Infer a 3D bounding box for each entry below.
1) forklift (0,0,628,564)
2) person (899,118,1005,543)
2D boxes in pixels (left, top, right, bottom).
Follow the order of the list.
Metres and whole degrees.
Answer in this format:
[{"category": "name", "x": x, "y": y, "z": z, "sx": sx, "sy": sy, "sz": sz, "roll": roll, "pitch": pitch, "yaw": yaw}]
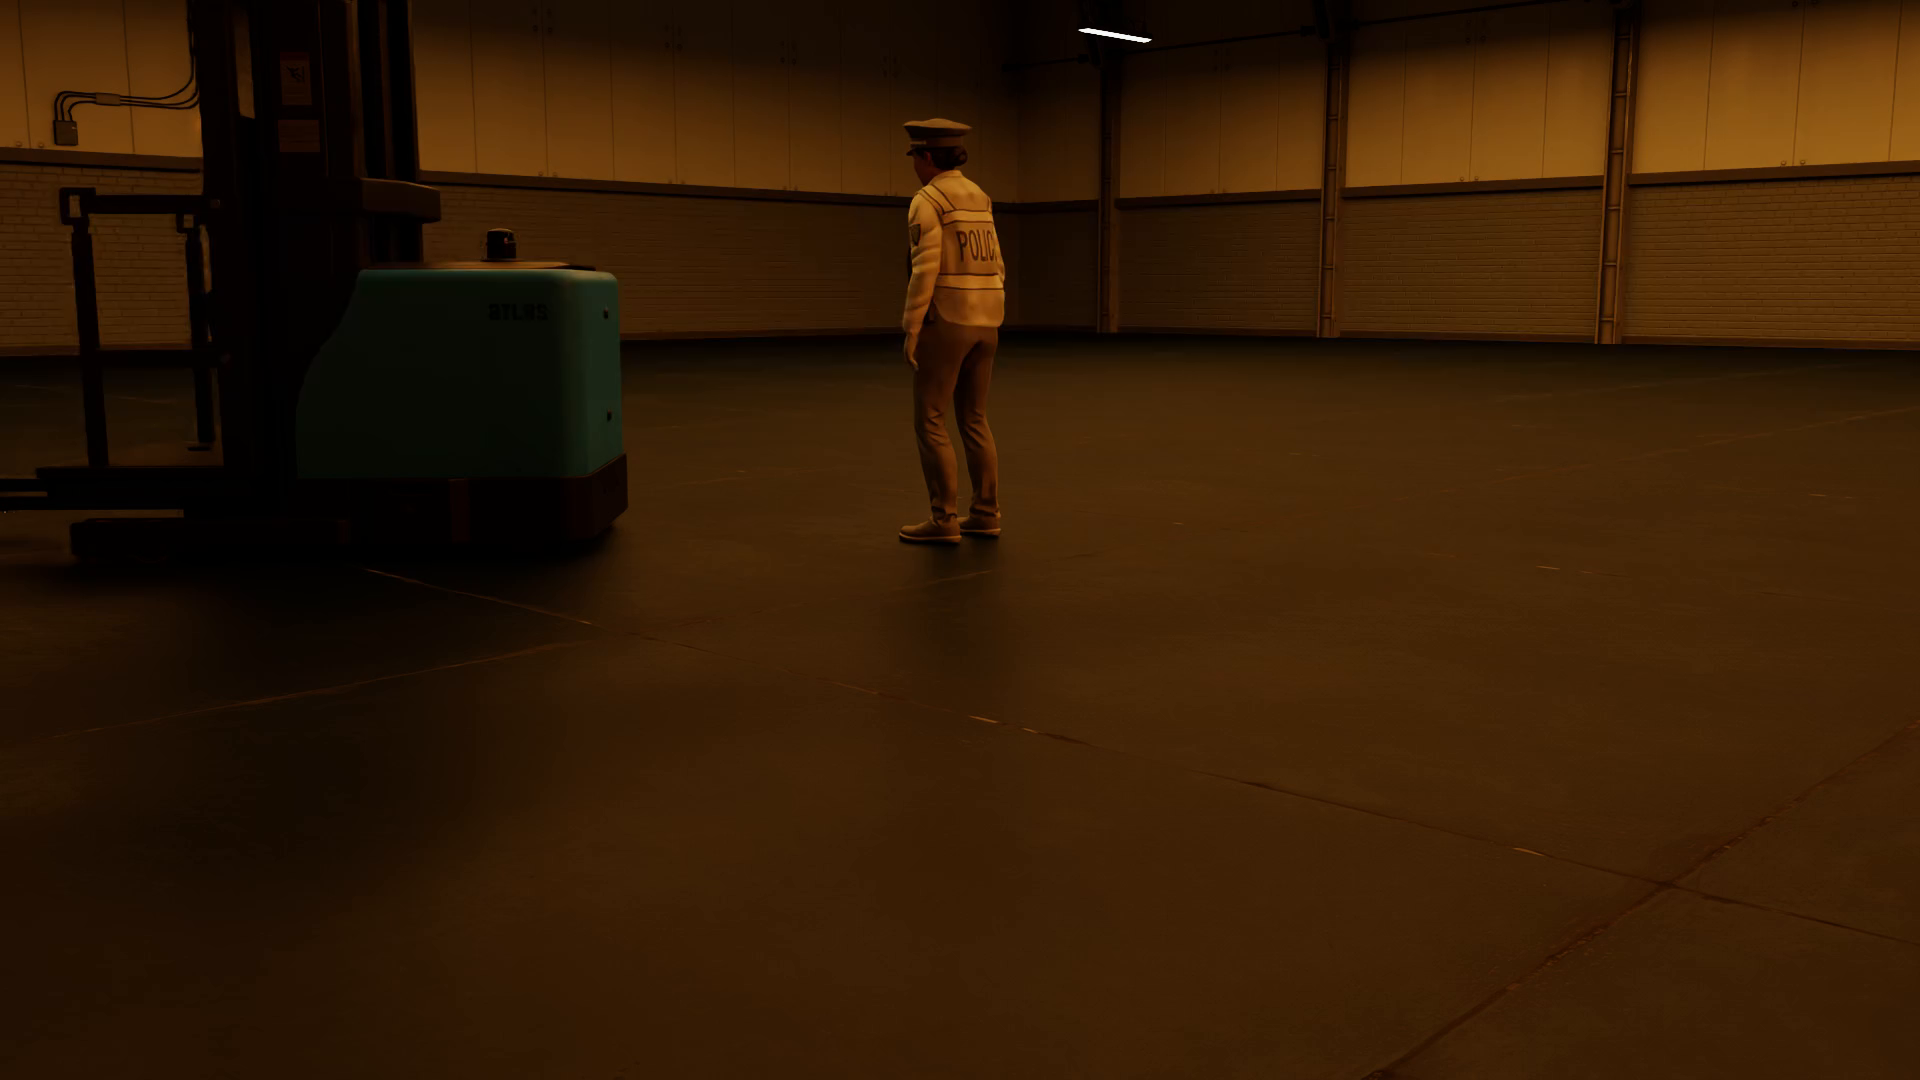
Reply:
[{"category": "forklift", "x": -2.919, "y": -1.441, "z": 6.441, "sx": 3.031, "sy": 2.935, "sz": 1.130, "roll": 0, "pitch": 9, "yaw": -3}, {"category": "person", "x": -0.032, "y": -0.822, "z": 6.603, "sx": 0.373, "sy": 1.661, "sz": 0.542, "roll": 7, "pitch": 11, "yaw": 40}]
